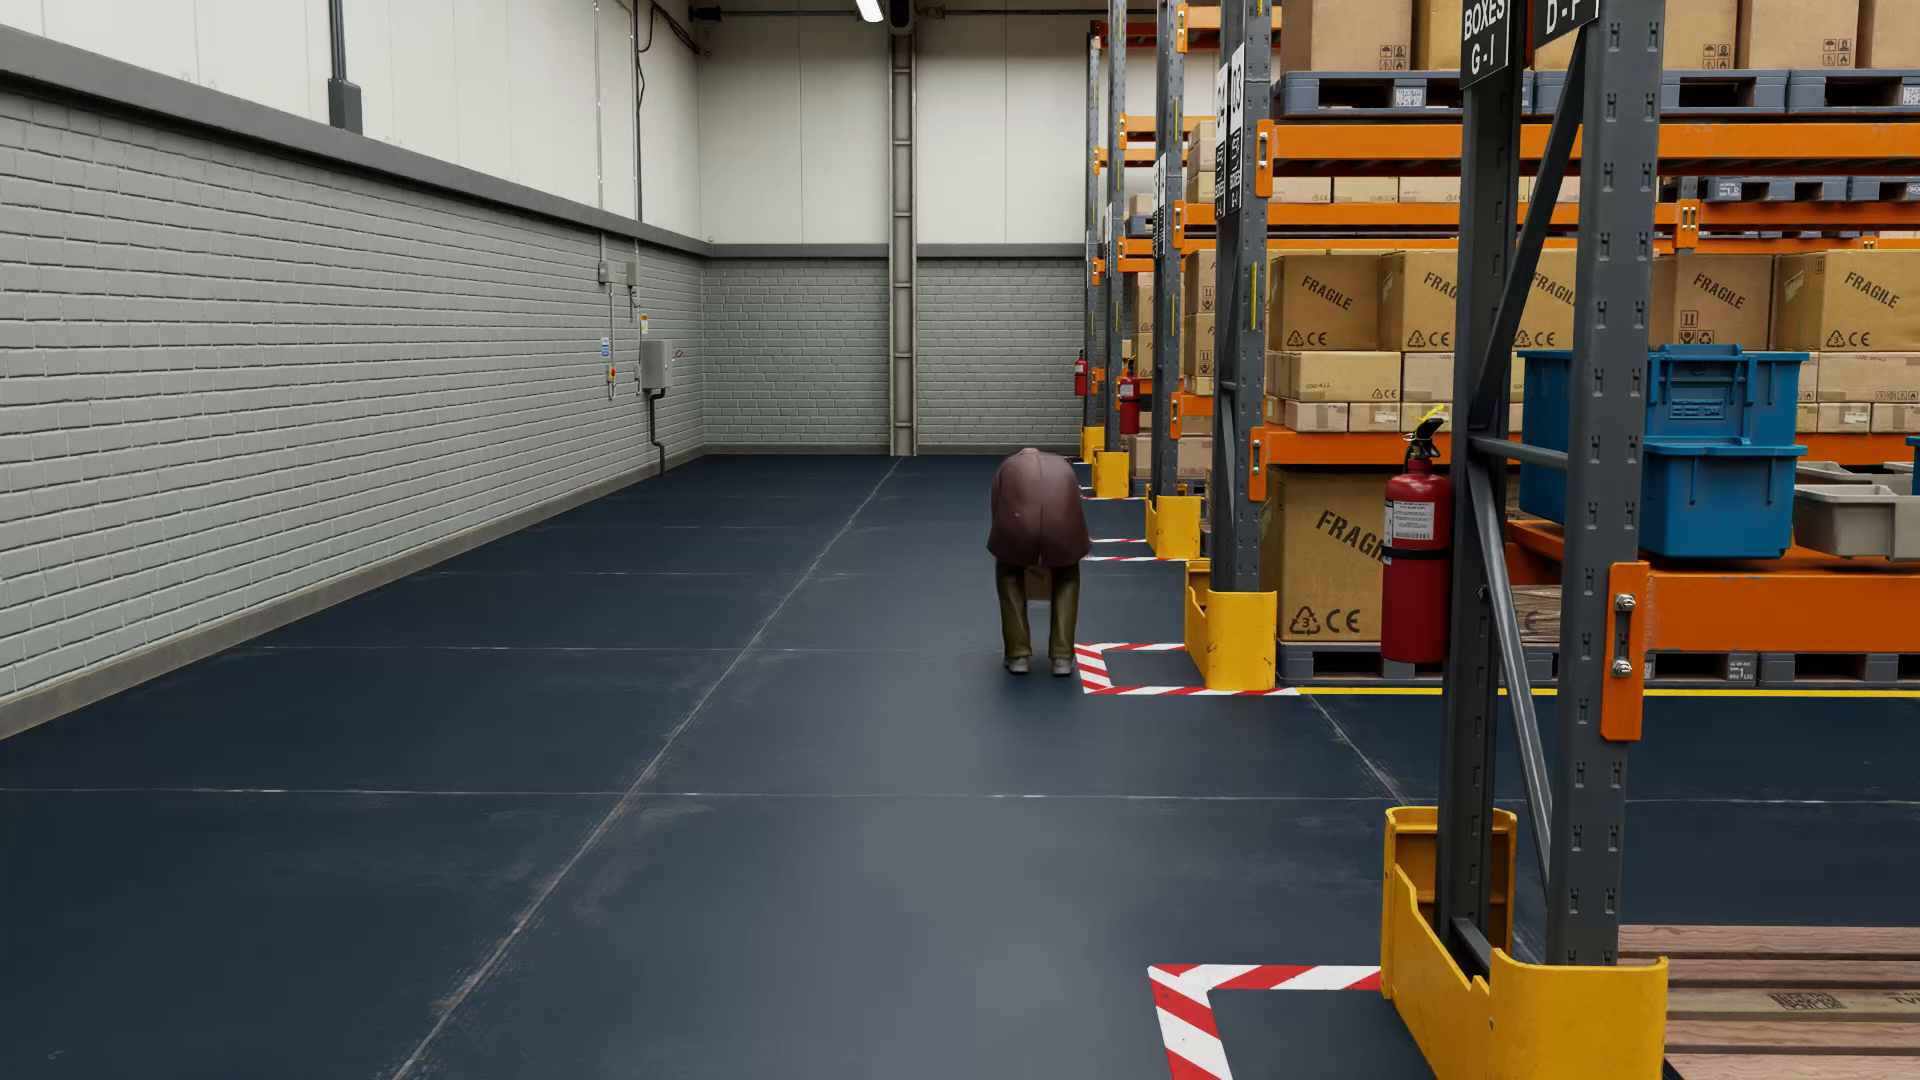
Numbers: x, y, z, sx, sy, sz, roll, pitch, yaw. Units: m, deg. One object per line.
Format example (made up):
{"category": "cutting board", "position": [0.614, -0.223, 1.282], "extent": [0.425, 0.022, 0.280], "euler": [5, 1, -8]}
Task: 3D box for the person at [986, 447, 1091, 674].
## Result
{"category": "person", "position": [0.416, 0.100, 9.046], "extent": [0.558, 1.157, 0.945], "euler": [0, 7, -1]}
